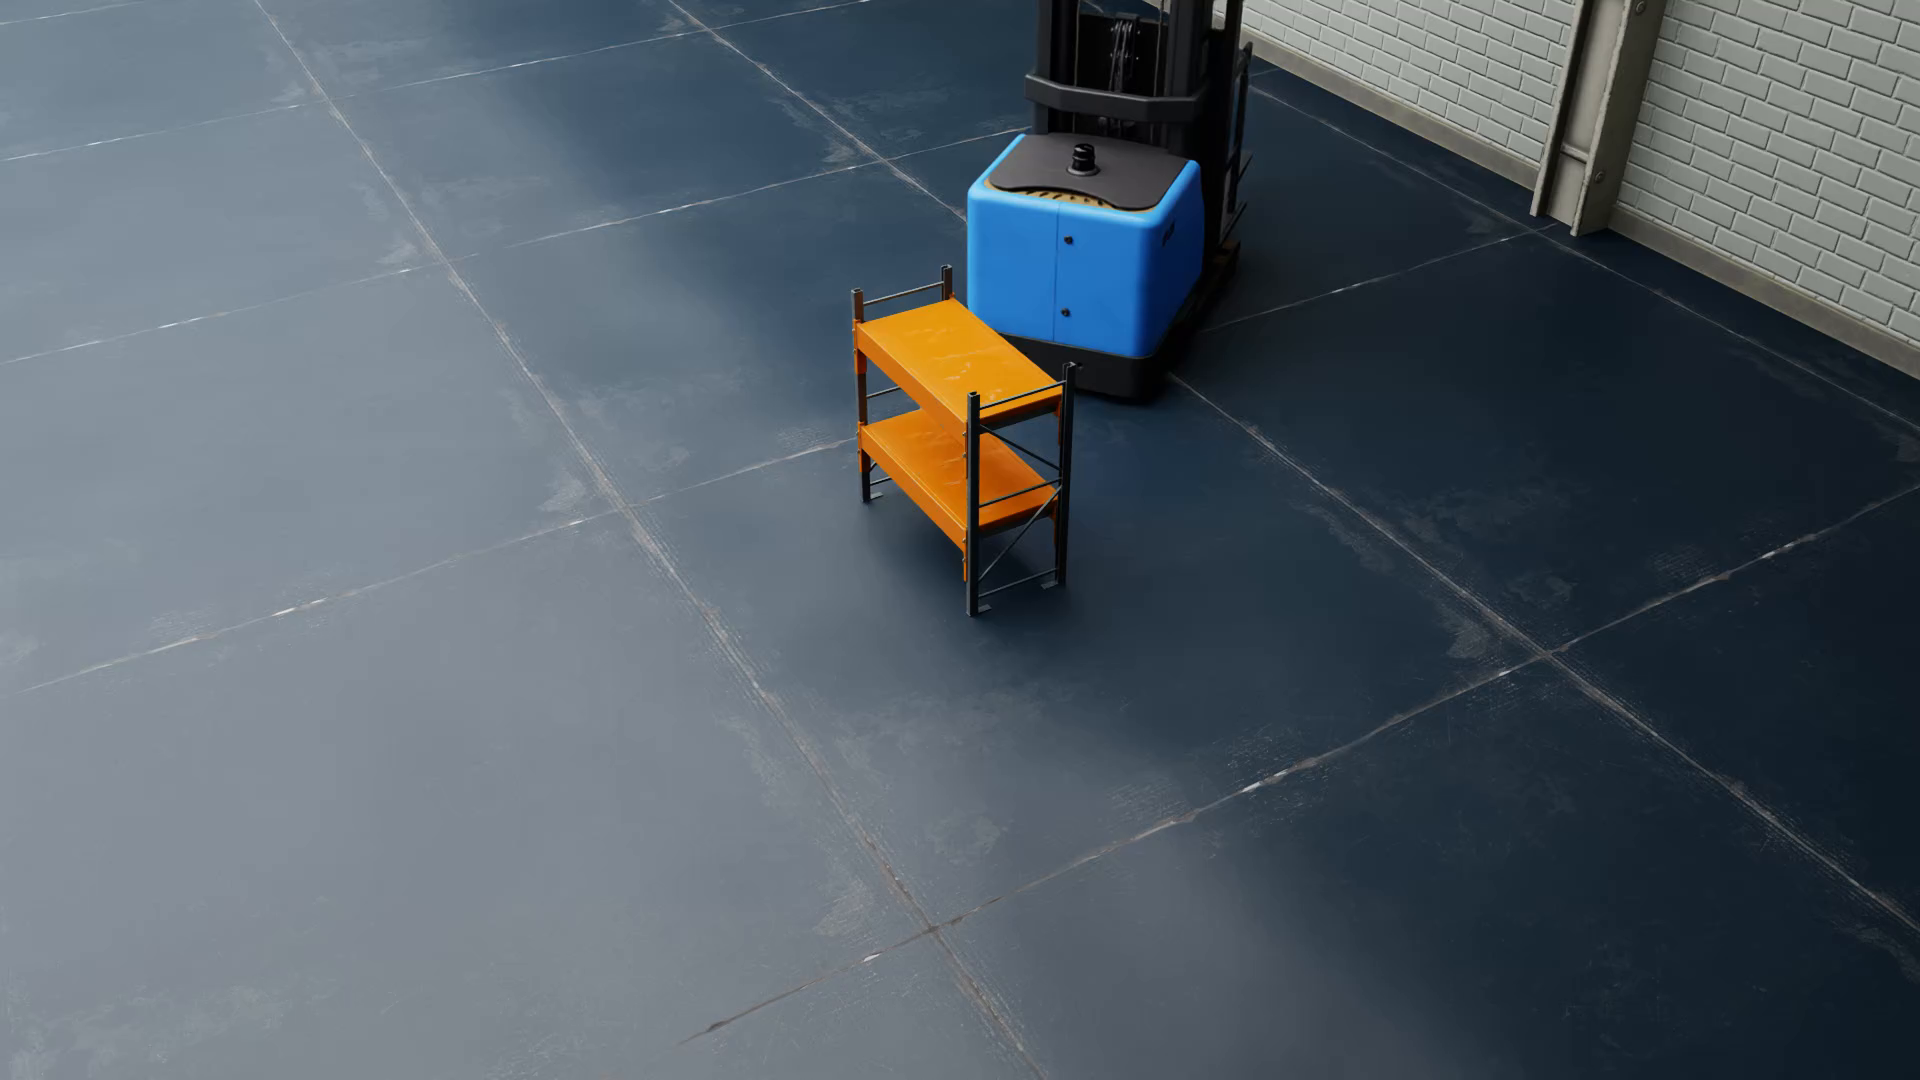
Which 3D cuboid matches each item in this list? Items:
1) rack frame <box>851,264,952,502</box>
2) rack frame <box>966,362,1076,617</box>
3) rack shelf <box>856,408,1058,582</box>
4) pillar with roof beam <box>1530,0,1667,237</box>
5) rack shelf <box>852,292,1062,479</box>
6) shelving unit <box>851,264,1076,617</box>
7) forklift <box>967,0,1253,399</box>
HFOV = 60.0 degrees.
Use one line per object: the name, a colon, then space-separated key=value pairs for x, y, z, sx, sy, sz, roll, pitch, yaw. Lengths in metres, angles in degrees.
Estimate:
rack frame: x=-0.259 y=-0.717 z=7.778 sx=0.500 sy=1.125 sz=0.032 roll=-19 pitch=40 yaw=-24
rack frame: x=0.252 y=-0.198 z=7.068 sx=0.500 sy=1.125 sz=0.032 roll=-19 pitch=40 yaw=-24
rack shelf: x=-0.003 y=-0.260 z=7.567 sx=0.538 sy=0.278 sz=1.000 roll=-19 pitch=40 yaw=-24
pillar with roof beam: x=0.138 y=-4.386 z=6.126 sx=9.100 sy=9.000 sz=0.400 roll=-19 pitch=40 yaw=-24
rack shelf: x=-0.003 y=-0.694 z=7.250 sx=0.538 sy=0.278 sz=1.000 roll=-19 pitch=40 yaw=-24
shelving unit: x=-0.003 y=-0.458 z=7.423 sx=0.538 sy=1.125 sz=1.048 roll=-19 pitch=40 yaw=-24
forklift: x=1.037 y=-2.785 z=9.077 sx=1.130 sy=2.935 sz=3.031 roll=13 pitch=38 yaw=17
